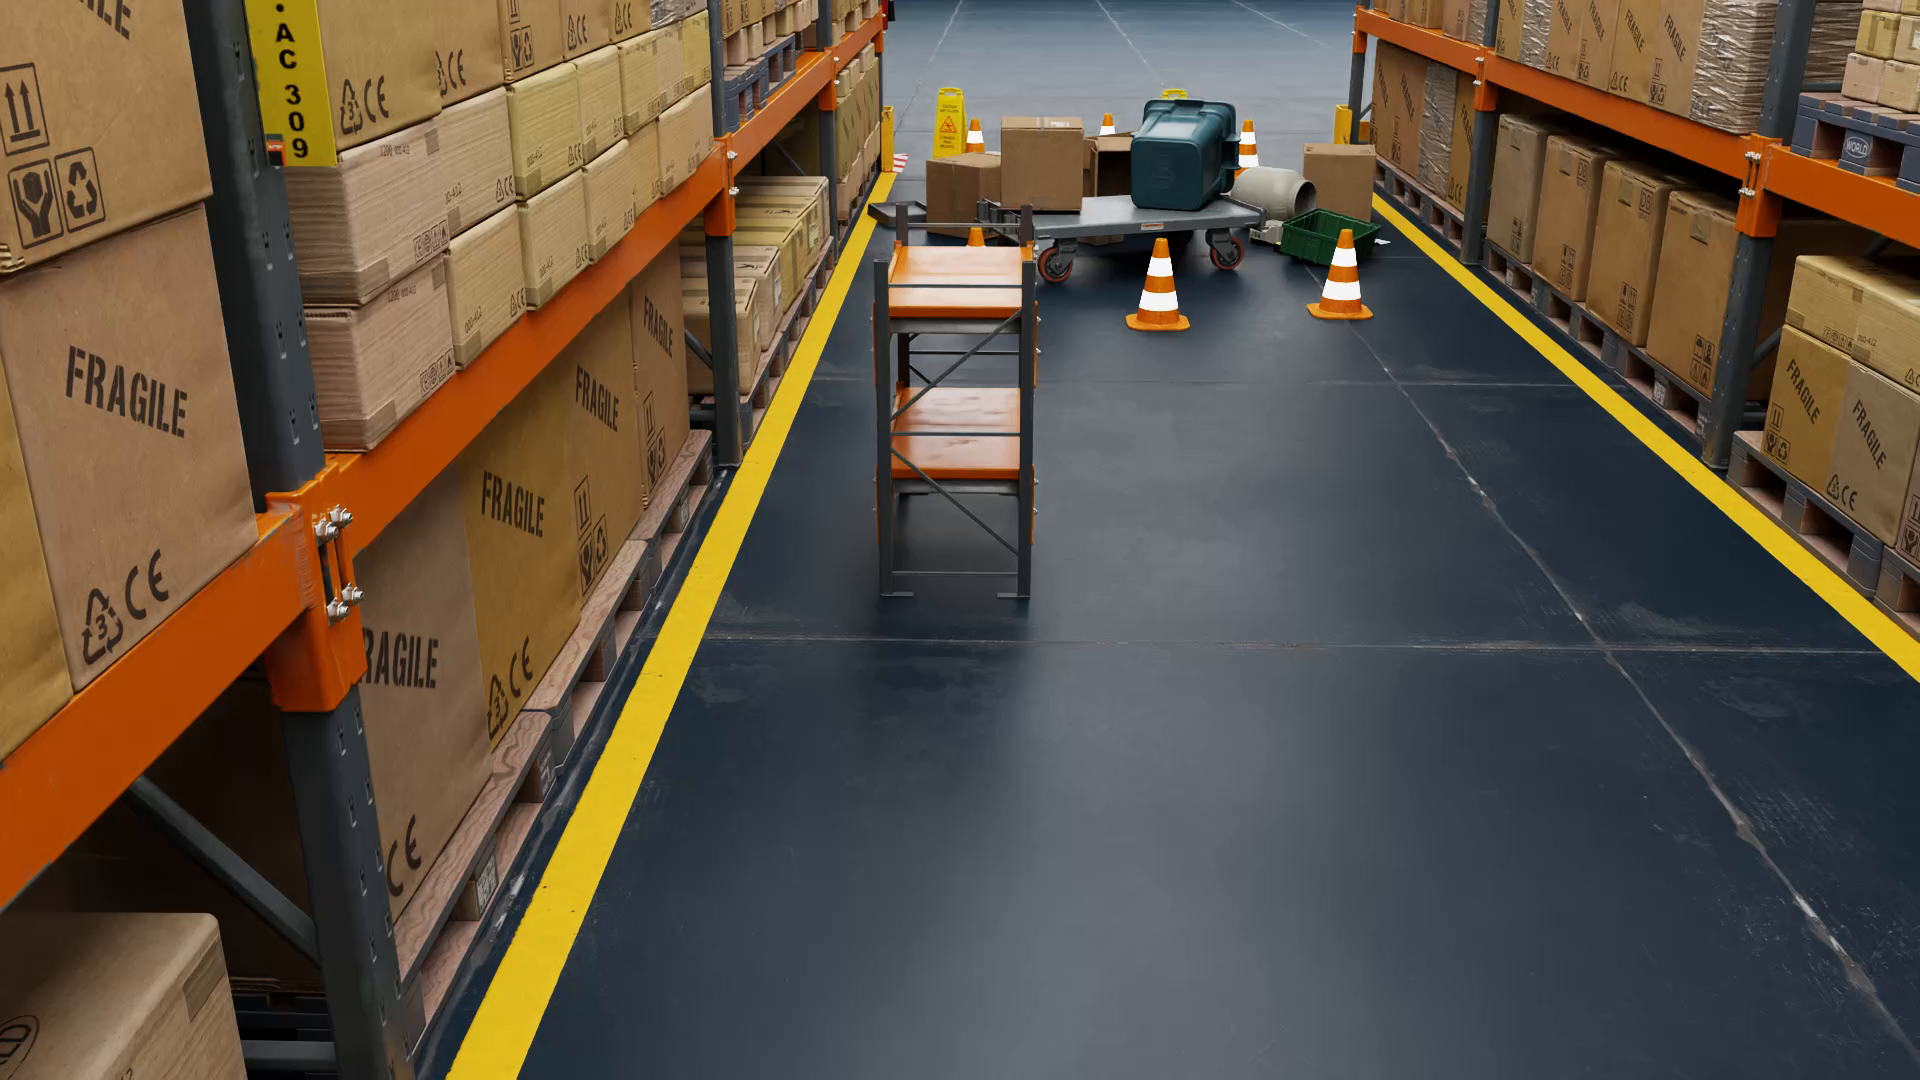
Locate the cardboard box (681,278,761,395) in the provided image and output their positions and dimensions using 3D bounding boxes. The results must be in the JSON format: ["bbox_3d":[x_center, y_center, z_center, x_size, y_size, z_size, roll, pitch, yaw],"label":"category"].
[{"bbox_3d":[-1.370,-0.888,7.222,0.950,0.372,0.625,-1,21,-2],"label":"cardboard box"}]

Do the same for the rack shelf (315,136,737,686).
[{"bbox_3d":[-1.458,-0.654,4.563,1.077,0.370,4.000,1,21,2],"label":"rack shelf"}]

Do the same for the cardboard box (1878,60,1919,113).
[{"bbox_3d":[3.330,-1.517,5.558,0.380,0.149,0.250,2,21,4],"label":"cardboard box"}]

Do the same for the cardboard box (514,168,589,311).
[{"bbox_3d":[-1.196,-0.725,3.958,0.500,0.250,0.500,0,21,1],"label":"cardboard box"}]

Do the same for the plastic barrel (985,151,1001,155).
[{"bbox_3d":[0.296,-2.641,12.249,0.512,0.421,0.421,18,27,38],"label":"plastic barrel"}]

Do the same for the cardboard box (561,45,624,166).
[{"bbox_3d":[-1.181,-1.139,4.335,0.500,0.250,0.500,0,21,0],"label":"cardboard box"}]

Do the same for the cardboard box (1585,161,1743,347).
[{"bbox_3d":[3.685,-1.377,7.961,1.050,0.750,0.750,1,21,2],"label":"cardboard box"}]

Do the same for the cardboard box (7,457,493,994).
[{"bbox_3d":[-1.580,0.303,3.457,0.875,0.875,0.875,1,21,3],"label":"cardboard box"}]

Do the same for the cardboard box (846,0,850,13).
[{"bbox_3d":[-0.992,-3.682,10.822,0.500,0.500,0.500,1,21,1],"label":"cardboard box"}]

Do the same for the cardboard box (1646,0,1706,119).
[{"bbox_3d":[3.315,-2.087,7.124,0.500,0.500,0.500,1,21,2],"label":"cardboard box"}]

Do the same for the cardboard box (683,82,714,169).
[{"bbox_3d":[-1.153,-1.457,5.845,0.500,0.250,0.500,0,21,0],"label":"cardboard box"}]

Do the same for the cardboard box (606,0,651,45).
[{"bbox_3d":[-1.181,-1.671,4.667,0.500,0.500,0.500,1,21,2],"label":"cardboard box"}]

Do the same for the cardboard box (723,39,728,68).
[{"bbox_3d":[-1.160,-2.009,6.826,0.380,0.149,0.250,-1,21,-2],"label":"cardboard box"}]

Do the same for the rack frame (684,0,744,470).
[{"bbox_3d":[-1.397,-1.713,6.296,1.000,3.000,0.127,1,21,2],"label":"rack frame"}]

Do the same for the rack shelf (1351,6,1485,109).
[{"bbox_3d":[3.736,-3.529,11.971,1.077,0.370,4.000,1,21,2],"label":"rack shelf"}]

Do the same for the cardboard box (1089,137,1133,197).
[{"bbox_3d":[1.303,-2.504,11.598,0.797,0.637,0.503,1,21,2],"label":"cardboard box"}]

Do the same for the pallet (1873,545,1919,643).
[{"bbox_3d":[3.488,0.328,4.892,1.003,0.211,1.213,1,21,2],"label":"pallet"}]

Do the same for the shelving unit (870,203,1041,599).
[{"bbox_3d":[0.000,-0.522,5.819,0.538,1.125,1.048,1,21,2],"label":"shelving unit"}]

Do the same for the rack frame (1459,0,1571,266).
[{"bbox_3d":[3.675,-3.141,9.977,1.000,3.000,0.127,1,21,2],"label":"rack frame"}]

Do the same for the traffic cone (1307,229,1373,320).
[{"bbox_3d":[2.125,-1.490,9.229,0.336,0.463,0.334,1,21,2],"label":"traffic cone"}]

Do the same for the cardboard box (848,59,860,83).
[{"bbox_3d":[-0.905,-3.263,11.579,0.380,0.149,0.250,2,21,5],"label":"cardboard box"}]

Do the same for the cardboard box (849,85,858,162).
[{"bbox_3d":[-0.983,-2.827,11.351,0.500,0.500,0.500,1,21,4],"label":"cardboard box"}]

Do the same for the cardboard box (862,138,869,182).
[{"bbox_3d":[-0.944,-2.847,12.441,0.500,0.250,0.500,0,21,0],"label":"cardboard box"}]

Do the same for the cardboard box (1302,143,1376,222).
[{"bbox_3d":[2.697,-2.549,11.905,0.500,0.500,0.500,4,22,11],"label":"cardboard box"}]

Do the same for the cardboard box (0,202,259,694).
[{"bbox_3d":[-1.278,-0.143,2.111,0.500,0.500,0.500,1,21,2],"label":"cardboard box"}]

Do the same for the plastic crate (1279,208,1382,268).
[{"bbox_3d":[2.371,-1.934,10.675,0.450,0.188,0.662,23,29,25],"label":"plastic crate"}]

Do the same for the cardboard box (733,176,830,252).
[{"bbox_3d":[-1.289,-1.940,9.934,0.950,0.372,0.625,1,21,2],"label":"cardboard box"}]

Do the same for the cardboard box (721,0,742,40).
[{"bbox_3d":[-1.152,-2.254,6.561,0.500,0.500,0.500,0,21,0],"label":"cardboard box"}]

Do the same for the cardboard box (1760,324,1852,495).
[{"bbox_3d":[3.277,-0.472,5.974,0.500,0.500,0.500,0,21,-1],"label":"cardboard box"}]

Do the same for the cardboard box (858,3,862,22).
[{"bbox_3d":[-0.921,-3.887,12.248,0.380,0.149,0.250,0,21,1],"label":"cardboard box"}]

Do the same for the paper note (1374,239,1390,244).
[{"bbox_3d":[2.790,-2.010,11.167,0.147,0.020,0.142,-16,26,-35],"label":"paper note"}]

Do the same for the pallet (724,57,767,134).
[{"bbox_3d":[-1.482,-1.882,6.998,1.213,0.211,1.003,1,21,2],"label":"pallet"}]

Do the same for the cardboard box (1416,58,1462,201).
[{"bbox_3d":[3.788,-2.899,11.710,0.875,0.875,0.875,1,21,2],"label":"cardboard box"}]

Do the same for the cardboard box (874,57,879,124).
[{"bbox_3d":[-0.918,-3.576,13.283,0.500,0.500,0.500,1,21,2],"label":"cardboard box"}]

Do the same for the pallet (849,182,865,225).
[{"bbox_3d":[-1.256,-2.544,12.295,1.003,0.211,1.213,1,21,2],"label":"pallet"}]

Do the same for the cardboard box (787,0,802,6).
[{"bbox_3d":[-1.096,-3.005,8.496,0.500,0.500,0.500,1,21,3],"label":"cardboard box"}]

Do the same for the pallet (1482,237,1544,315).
[{"bbox_3d":[3.727,-1.561,9.761,1.003,0.211,1.213,1,21,2],"label":"pallet"}]

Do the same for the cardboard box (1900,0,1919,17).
[{"bbox_3d":[3.340,-1.789,5.436,0.380,0.149,0.250,0,21,0],"label":"cardboard box"}]

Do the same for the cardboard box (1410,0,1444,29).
[{"bbox_3d":[3.718,-3.930,11.804,0.875,0.550,0.500,1,21,2],"label":"cardboard box"}]

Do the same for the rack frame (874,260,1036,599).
[{"bbox_3d":[-0.016,-0.338,5.345,0.500,1.125,0.032,1,21,2],"label":"rack frame"}]

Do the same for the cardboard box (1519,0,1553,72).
[{"bbox_3d":[3.375,-2.818,9.006,0.500,0.500,0.500,1,21,2],"label":"cardboard box"}]

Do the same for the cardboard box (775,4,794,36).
[{"bbox_3d":[-1.061,-2.680,8.556,0.380,0.149,0.250,1,21,2],"label":"cardboard box"}]

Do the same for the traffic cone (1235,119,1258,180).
[{"bbox_3d":[2.361,-3.228,13.709,0.336,0.463,0.334,1,21,2],"label":"traffic cone"}]

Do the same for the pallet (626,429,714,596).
[{"bbox_3d":[-1.497,-0.128,6.068,1.003,0.211,1.213,1,21,2],"label":"pallet"}]

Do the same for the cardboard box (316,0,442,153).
[{"bbox_3d":[-1.218,-0.935,2.772,0.500,0.500,0.500,1,21,2],"label":"cardboard box"}]
